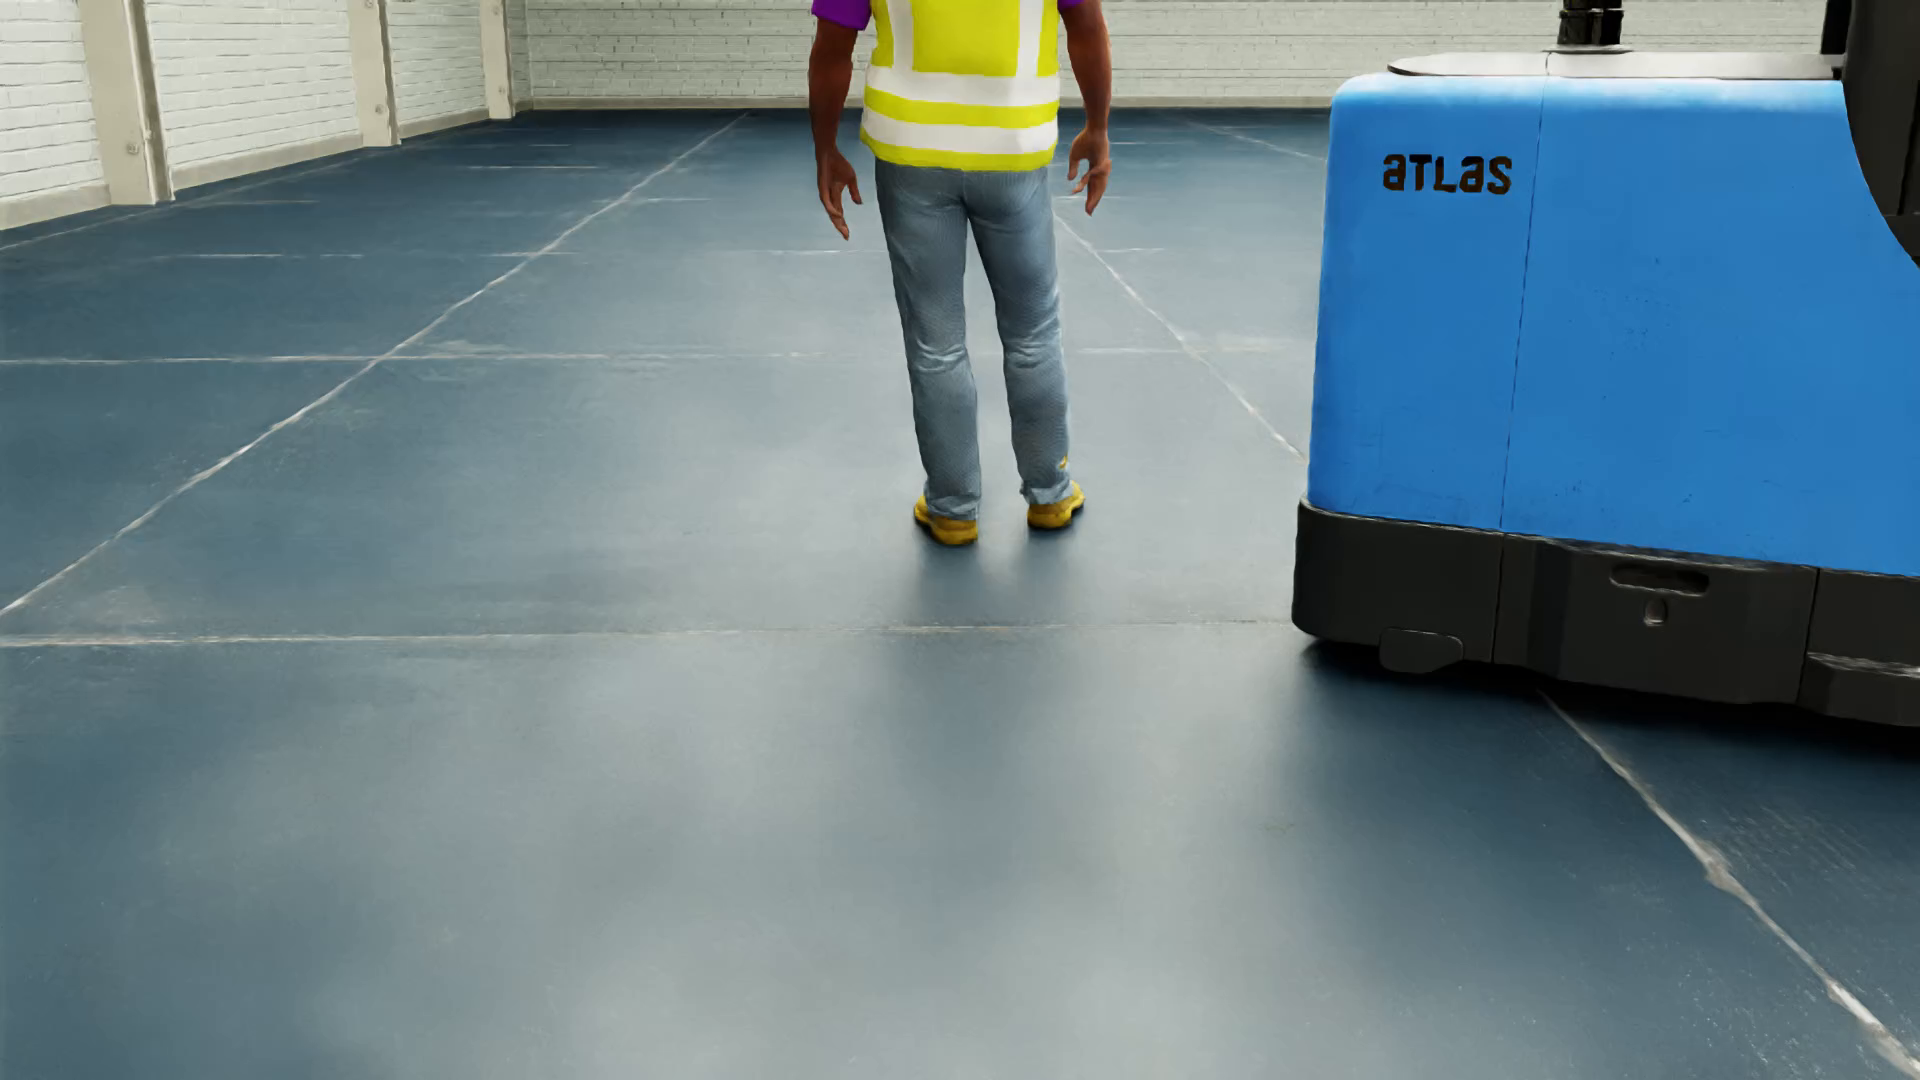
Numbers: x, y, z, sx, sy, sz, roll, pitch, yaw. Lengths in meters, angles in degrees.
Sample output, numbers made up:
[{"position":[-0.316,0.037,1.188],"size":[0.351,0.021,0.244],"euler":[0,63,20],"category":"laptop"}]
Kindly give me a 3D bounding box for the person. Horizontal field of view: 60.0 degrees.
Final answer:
[{"position":[0.002,-0.872,3.724],"size":[0.665,1.766,0.576],"euler":[-1,17,-3],"category":"person"}]

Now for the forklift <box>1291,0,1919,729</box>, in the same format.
[{"position":[2.195,-1.122,2.575],"size":[3.031,2.935,1.130],"euler":[7,18,22],"category":"forklift"}]
